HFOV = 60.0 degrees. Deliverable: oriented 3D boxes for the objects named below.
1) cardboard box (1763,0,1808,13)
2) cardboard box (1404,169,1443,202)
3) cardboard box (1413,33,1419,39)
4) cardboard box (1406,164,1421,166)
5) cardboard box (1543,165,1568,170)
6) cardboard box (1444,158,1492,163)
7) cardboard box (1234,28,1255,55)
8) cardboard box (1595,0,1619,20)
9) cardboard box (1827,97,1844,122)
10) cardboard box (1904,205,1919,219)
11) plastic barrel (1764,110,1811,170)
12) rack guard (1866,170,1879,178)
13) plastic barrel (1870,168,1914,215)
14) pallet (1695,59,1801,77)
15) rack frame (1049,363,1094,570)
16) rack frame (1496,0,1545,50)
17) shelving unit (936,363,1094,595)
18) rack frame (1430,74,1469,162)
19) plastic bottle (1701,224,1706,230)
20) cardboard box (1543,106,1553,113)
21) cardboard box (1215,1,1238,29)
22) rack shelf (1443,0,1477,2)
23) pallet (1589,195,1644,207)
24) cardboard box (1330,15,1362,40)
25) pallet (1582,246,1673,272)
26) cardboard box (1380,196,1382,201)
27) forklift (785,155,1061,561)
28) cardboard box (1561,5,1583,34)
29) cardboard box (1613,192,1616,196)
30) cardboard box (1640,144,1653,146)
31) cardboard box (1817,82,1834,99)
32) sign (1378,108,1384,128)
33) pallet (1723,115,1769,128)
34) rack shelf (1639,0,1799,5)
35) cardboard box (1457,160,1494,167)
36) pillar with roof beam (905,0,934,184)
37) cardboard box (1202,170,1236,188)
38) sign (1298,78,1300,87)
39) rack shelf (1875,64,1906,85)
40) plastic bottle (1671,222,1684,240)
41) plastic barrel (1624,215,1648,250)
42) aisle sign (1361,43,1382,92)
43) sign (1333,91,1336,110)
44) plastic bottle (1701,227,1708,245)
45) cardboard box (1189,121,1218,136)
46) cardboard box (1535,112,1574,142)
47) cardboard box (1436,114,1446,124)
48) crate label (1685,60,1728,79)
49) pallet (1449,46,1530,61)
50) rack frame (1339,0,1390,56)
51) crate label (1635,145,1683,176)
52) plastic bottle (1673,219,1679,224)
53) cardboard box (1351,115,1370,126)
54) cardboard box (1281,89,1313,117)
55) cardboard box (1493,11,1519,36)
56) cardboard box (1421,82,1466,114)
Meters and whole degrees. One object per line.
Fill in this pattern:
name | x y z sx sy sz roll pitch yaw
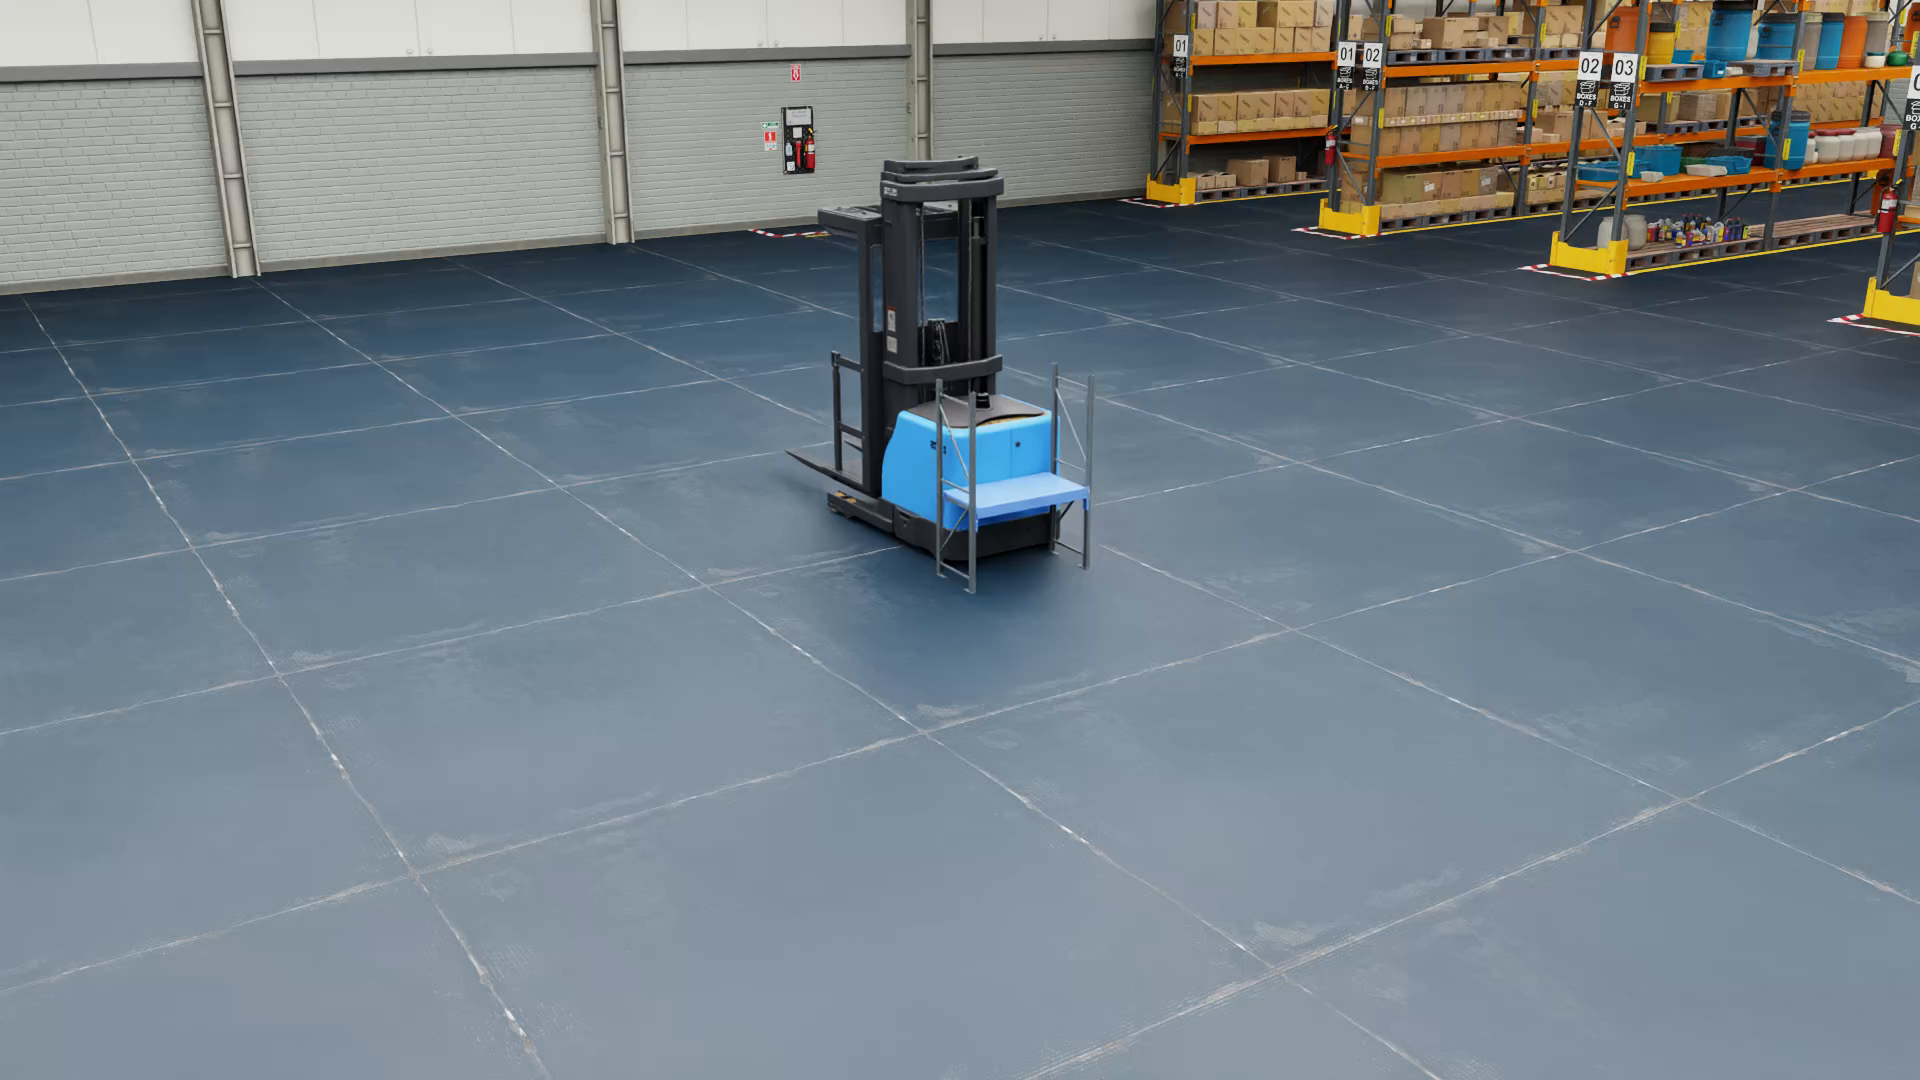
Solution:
cardboard box | 17.295 -11.051 34.849 0.500 0.500 0.700 -12 22 -31
cardboard box | 8.285 -6.366 29.859 0.500 0.500 0.500 -12 22 -31
cardboard box | 7.704 -8.788 29.233 0.500 0.250 0.500 -12 22 -31
cardboard box | 9.775 -8.457 36.793 0.500 0.500 0.700 -12 22 -31
cardboard box | 11.680 -7.182 32.568 0.500 0.311 0.500 -12 22 -32
cardboard box | 11.528 -8.908 37.612 0.750 0.750 0.750 -12 22 -32
cardboard box | 5.476 -9.871 32.890 0.500 0.500 0.500 -11 21 -29
cardboard box | 14.932 -12.340 38.629 0.500 0.500 0.500 -12 22 -32
cardboard box | 18.754 -9.346 36.051 0.500 0.500 0.500 -12 22 -32
cardboard box | 12.457 -4.236 21.482 0.250 0.149 0.380 -12 22 -31
plastic barrel | 13.439 -6.503 27.014 0.708 0.901 0.600 -12 22 -31
rack guard | 20.187 -8.520 37.667 0.348 0.500 1.175 -12 22 -31
plastic barrel | 16.689 -6.245 29.766 0.708 0.830 0.600 -12 22 -31
pallet | 12.401 -7.457 26.230 1.003 0.211 1.213 -12 22 -31
rack frame | 0.836 -0.553 12.539 0.032 1.500 0.500 -11 22 -30
rack frame | 10.228 -10.446 30.093 0.127 3.000 1.000 -12 22 -31
shelving unit | 0.403 -0.468 12.287 1.048 1.500 0.538 -11 22 -30
rack frame | 10.841 -9.633 37.056 0.127 3.000 1.000 -12 22 -31
plastic bottle | 11.943 -4.920 26.668 0.133 0.283 0.061 -12 22 -31
cardboard box | 13.428 -9.946 38.343 0.250 0.149 0.380 -12 22 -31
cardboard box | 5.062 -10.253 32.458 0.500 0.500 0.500 -12 22 -32
rack shelf | 12.512 -12.297 37.316 4.000 0.370 1.077 -12 22 -31
pallet | 12.860 -6.853 33.187 1.213 0.211 1.003 -12 22 -31
cardboard box | 8.001 -10.671 34.629 0.500 0.500 0.500 -9 20 -24
pallet | 10.328 -4.421 25.992 1.213 0.211 1.003 -12 22 -31
cardboard box | 7.584 -6.061 30.126 0.500 0.250 0.500 -12 22 -31
forklift | -0.450 -1.644 13.531 1.130 2.935 3.031 -12 22 -32
cardboard box | 11.228 -9.713 31.016 0.500 0.500 0.500 -10 21 -26
cardboard box | 12.835 -6.956 32.773 0.500 0.250 0.500 -12 22 -32
cardboard box | 16.575 -9.819 40.852 0.500 0.500 0.700 -12 22 -32
cardboard box | 18.318 -9.724 35.606 0.500 0.500 0.500 -13 22 -33
sign | 7.188 -7.198 28.377 0.005 0.325 0.100 -12 22 -31
pallet | 16.182 -8.811 34.923 1.213 0.211 1.003 -12 22 -31
rack shelf | 15.239 -10.973 33.399 4.000 0.370 1.077 -12 22 -31
cardboard box | 9.669 -6.858 31.313 0.500 0.500 0.500 -12 22 -31
pillar with roof beam | 1.626 -9.212 26.444 0.400 9.000 9.100 -12 22 -31
cardboard box | 5.264 -7.357 33.834 0.500 0.311 0.500 -10 21 -27
sign | 7.192 -9.625 35.223 0.005 0.325 0.100 -12 22 -31
rack shelf | 17.960 -8.416 29.894 4.000 0.370 1.077 -12 22 -31
plastic bottle | 11.637 -5.022 26.983 0.135 0.276 0.152 -12 22 -31
plastic barrel | 10.535 -4.819 26.045 0.421 0.512 0.421 0 19 0
aisle sign | 7.001 -8.038 28.277 0.004 0.787 0.394 -12 22 -31
sign | 6.601 -7.708 29.183 0.005 0.325 0.100 -12 22 -31
plastic bottle | 11.833 -4.840 26.450 0.097 0.271 0.097 0 19 0
cardboard box | 4.742 -8.164 32.911 0.500 0.250 0.500 -13 22 -33
cardboard box | 11.319 -7.875 31.700 0.500 0.500 0.500 -10 21 -28
cardboard box | 8.408 -7.493 29.557 0.250 0.149 0.380 -12 22 -32
crate label | 11.354 -7.166 25.306 0.408 0.251 0.502 -12 22 -31
pallet | 9.530 -8.826 30.123 1.213 0.211 1.003 -12 22 -31
rack frame | 6.888 -9.742 28.009 0.127 3.000 1.000 -12 22 -31
crate label | 10.997 -5.987 26.216 0.616 0.435 0.502 -12 22 -31
plastic bottle | 11.729 -5.118 27.254 0.133 0.283 0.061 -11 21 -29
cardboard box | 7.102 -7.373 29.200 0.250 0.149 0.380 -12 22 -32
cardboard box | 6.862 -8.967 34.117 0.500 0.500 0.500 -12 22 -32
cardboard box | 12.098 -11.612 37.382 0.500 0.500 0.700 -11 21 -29
cardboard box | 8.604 -7.921 29.810 0.500 0.500 0.700 -12 22 -31
